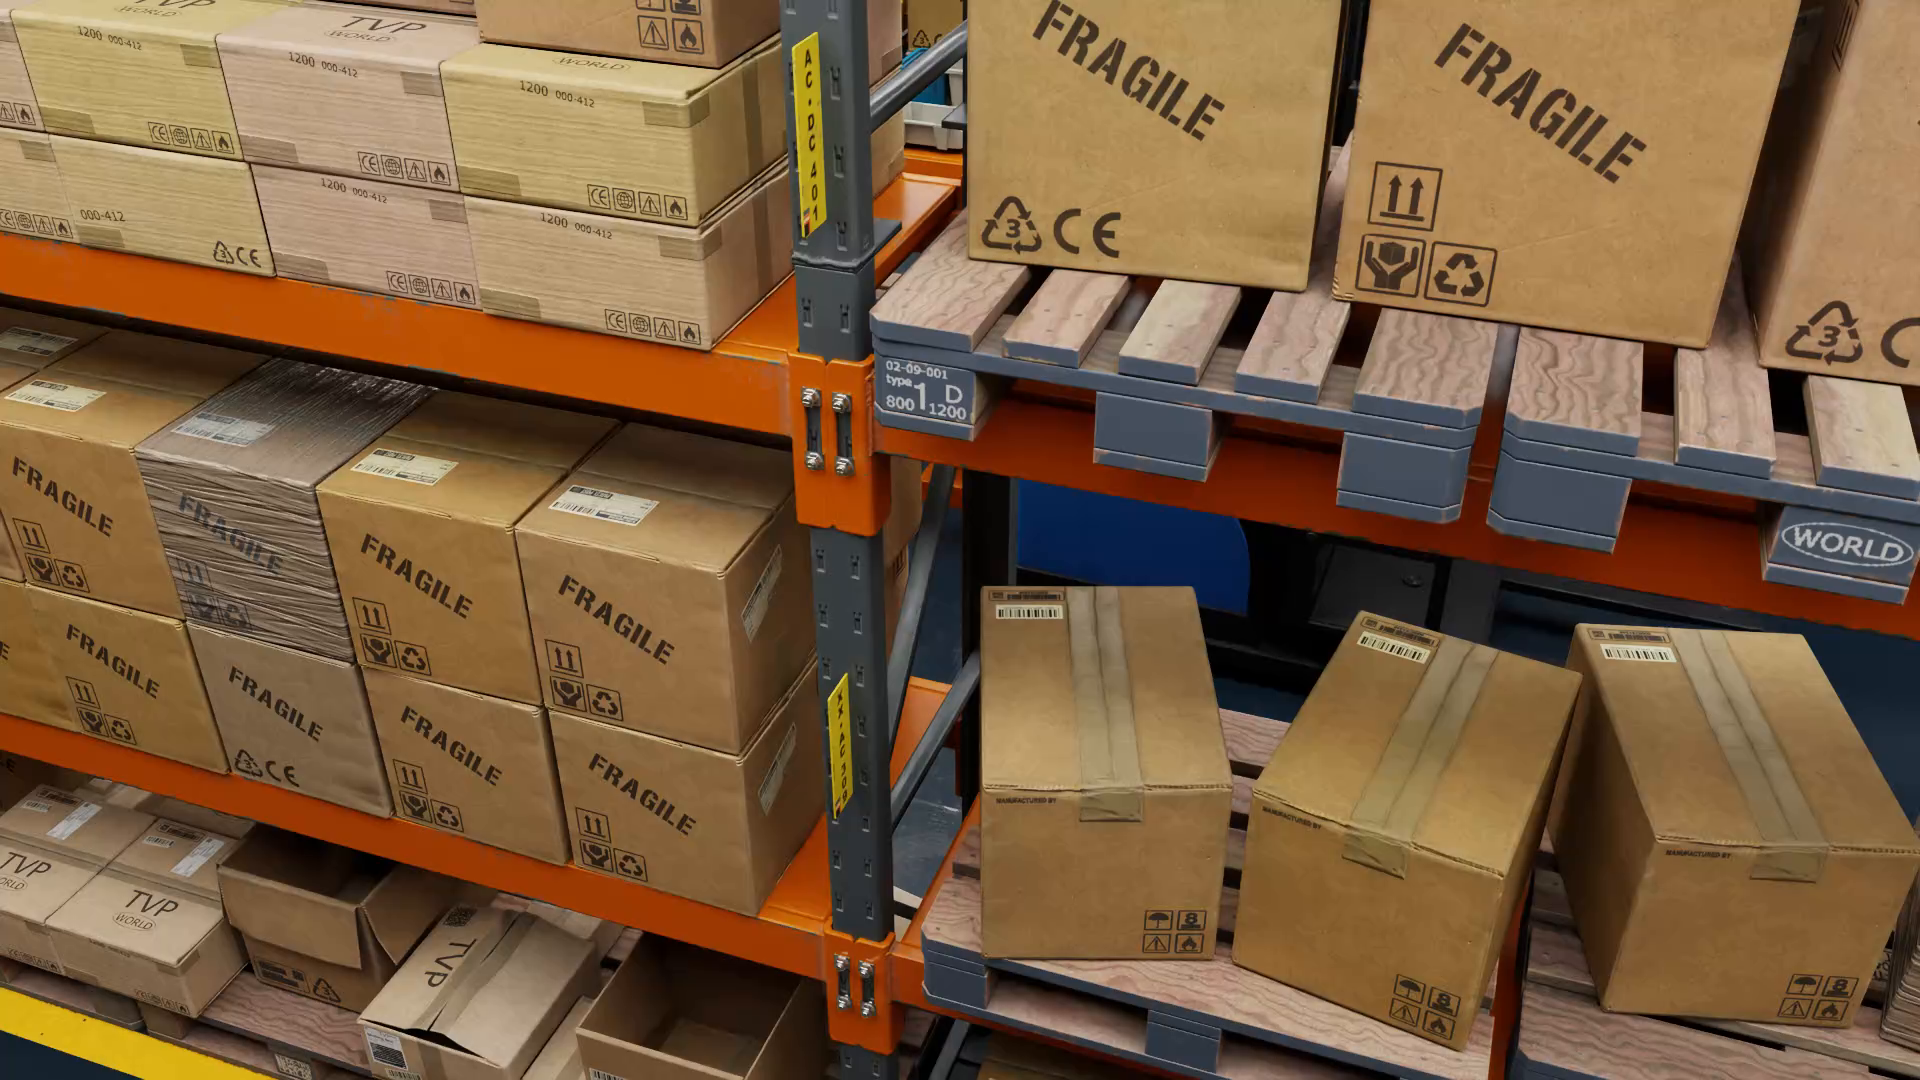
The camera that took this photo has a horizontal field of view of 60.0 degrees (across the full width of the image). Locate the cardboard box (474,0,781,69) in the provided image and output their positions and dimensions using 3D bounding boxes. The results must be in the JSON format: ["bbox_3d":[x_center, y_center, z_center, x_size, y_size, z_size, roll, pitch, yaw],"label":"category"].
[{"bbox_3d":[-0.545,-1.270,3.172,0.500,0.500,0.700,11,34,16],"label":"cardboard box"}]

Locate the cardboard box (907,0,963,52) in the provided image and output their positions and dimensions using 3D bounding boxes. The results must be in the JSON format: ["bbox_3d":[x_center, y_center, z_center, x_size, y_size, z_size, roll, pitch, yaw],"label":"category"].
[{"bbox_3d":[0.135,-4.476,13.488,0.875,0.875,0.875,11,34,16],"label":"cardboard box"}]

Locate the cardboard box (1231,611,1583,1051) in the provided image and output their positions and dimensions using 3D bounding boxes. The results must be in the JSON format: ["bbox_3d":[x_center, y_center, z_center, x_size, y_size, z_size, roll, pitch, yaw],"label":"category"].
[{"bbox_3d":[0.965,0.597,3.580,0.500,0.500,0.700,17,36,24],"label":"cardboard box"}]

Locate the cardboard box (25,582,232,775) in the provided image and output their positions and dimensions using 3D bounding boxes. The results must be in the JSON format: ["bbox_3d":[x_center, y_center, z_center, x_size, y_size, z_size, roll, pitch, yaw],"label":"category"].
[{"bbox_3d":[-2.082,0.241,4.520,0.500,0.500,0.500,11,35,17],"label":"cardboard box"}]

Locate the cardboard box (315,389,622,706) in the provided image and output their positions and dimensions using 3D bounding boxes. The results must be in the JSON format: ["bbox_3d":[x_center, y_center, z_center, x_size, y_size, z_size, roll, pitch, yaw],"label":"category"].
[{"bbox_3d":[-1.121,0.007,3.960,0.500,0.500,0.500,10,34,16],"label":"cardboard box"}]

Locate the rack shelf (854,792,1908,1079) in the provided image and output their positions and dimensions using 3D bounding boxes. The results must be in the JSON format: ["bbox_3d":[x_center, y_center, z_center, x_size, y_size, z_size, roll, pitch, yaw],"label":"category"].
[{"bbox_3d":[1.808,1.190,3.805,4.000,0.370,1.077,11,34,16],"label":"rack shelf"}]

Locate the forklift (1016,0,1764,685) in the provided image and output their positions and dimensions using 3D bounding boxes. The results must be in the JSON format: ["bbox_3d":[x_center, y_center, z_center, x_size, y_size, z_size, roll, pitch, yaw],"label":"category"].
[{"bbox_3d":[1.762,-0.838,6.346,3.031,2.935,1.130,12,35,18],"label":"forklift"}]

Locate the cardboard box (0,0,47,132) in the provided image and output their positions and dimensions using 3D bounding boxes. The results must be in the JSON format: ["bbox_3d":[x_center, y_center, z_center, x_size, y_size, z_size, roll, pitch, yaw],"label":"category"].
[{"bbox_3d":[-2.034,-1.114,3.622,0.500,0.250,0.500,11,34,16],"label":"cardboard box"}]

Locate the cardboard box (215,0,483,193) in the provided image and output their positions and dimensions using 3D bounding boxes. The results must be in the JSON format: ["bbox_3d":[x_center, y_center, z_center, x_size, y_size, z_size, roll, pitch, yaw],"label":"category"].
[{"bbox_3d":[-1.093,-0.929,3.336,0.500,0.250,0.500,11,34,16],"label":"cardboard box"}]

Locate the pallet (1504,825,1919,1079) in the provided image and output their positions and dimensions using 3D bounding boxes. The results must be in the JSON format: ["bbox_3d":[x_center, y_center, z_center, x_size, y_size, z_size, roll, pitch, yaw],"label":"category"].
[{"bbox_3d":[1.859,0.981,3.643,1.213,0.211,1.003,11,34,16],"label":"pallet"}]

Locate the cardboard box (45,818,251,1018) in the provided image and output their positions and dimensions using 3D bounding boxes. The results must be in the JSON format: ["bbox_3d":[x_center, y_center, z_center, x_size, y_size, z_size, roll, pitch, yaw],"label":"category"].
[{"bbox_3d":[-2.482,1.187,5.275,0.500,0.250,0.500,11,34,16],"label":"cardboard box"}]

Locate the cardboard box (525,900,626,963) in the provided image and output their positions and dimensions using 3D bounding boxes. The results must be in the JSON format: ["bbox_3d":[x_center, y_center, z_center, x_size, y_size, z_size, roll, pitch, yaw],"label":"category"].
[{"bbox_3d":[-1.214,1.187,5.353,0.250,0.166,0.380,11,34,16],"label":"cardboard box"}]

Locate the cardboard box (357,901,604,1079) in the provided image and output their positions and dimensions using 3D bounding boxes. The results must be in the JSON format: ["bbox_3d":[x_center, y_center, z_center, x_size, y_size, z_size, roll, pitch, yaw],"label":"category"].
[{"bbox_3d":[-1.413,1.370,4.936,0.500,0.311,0.500,11,34,16],"label":"cardboard box"}]

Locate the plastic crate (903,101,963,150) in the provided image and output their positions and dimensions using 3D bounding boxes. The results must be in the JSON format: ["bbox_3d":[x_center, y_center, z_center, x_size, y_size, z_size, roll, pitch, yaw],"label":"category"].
[{"bbox_3d":[-0.141,-2.087,8.404,0.466,0.136,0.293,11,34,16],"label":"plastic crate"}]

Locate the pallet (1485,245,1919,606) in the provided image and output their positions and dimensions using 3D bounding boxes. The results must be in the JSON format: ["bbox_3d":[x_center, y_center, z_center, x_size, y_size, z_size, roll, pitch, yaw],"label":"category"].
[{"bbox_3d":[1.493,-0.316,2.882,1.003,0.211,1.213,11,34,16],"label":"pallet"}]

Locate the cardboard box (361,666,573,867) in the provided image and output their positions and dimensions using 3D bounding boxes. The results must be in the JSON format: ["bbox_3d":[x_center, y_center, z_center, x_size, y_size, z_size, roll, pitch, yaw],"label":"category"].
[{"bbox_3d":[-1.117,0.425,4.233,0.500,0.500,0.500,12,35,18],"label":"cardboard box"}]

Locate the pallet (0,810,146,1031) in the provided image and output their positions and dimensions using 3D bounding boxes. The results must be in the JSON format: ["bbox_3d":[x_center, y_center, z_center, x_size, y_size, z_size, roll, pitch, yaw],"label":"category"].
[{"bbox_3d":[-3.018,1.121,5.820,1.213,0.211,1.003,11,34,16],"label":"pallet"}]

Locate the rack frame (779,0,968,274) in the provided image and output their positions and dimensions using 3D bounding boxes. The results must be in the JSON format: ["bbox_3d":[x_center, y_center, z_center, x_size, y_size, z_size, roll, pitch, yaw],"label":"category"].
[{"bbox_3d":[-0.075,-1.999,2.550,0.127,3.000,1.000,11,34,16],"label":"rack frame"}]

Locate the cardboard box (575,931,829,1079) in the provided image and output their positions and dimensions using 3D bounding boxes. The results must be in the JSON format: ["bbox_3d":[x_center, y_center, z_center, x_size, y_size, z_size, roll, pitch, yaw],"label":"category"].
[{"bbox_3d":[-0.707,1.427,4.673,0.500,0.500,0.500,11,34,16],"label":"cardboard box"}]

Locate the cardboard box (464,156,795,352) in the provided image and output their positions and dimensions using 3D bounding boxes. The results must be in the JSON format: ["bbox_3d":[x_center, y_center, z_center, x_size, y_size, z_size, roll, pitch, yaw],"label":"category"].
[{"bbox_3d":[-0.622,-0.629,3.331,0.500,0.250,0.500,11,34,16],"label":"cardboard box"}]

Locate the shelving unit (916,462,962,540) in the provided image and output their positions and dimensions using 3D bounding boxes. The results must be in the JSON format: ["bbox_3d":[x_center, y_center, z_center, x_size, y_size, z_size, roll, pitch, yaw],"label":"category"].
[{"bbox_3d":[-0.050,-0.451,7.480,0.252,1.050,0.215,11,34,16],"label":"shelving unit"}]

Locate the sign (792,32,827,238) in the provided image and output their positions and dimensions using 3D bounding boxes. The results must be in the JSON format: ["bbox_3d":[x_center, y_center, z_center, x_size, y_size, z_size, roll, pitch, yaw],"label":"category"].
[{"bbox_3d":[-0.250,-0.677,2.792,0.005,0.325,0.100,11,34,16],"label":"sign"}]

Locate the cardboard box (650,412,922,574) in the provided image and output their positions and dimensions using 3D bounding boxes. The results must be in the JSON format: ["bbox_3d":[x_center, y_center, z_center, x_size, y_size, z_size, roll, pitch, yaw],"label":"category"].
[{"bbox_3d":[-0.423,-0.170,4.235,0.500,0.500,0.500,12,35,18],"label":"cardboard box"}]

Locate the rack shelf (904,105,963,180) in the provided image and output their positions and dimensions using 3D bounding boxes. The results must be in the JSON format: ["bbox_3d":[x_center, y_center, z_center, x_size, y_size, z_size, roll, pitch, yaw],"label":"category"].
[{"bbox_3d":[-0.283,-2.071,8.855,4.000,0.370,1.077,11,34,16],"label":"rack shelf"}]

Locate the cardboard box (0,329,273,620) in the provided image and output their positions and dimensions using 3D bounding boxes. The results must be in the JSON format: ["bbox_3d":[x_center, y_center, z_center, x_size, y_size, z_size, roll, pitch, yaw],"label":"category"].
[{"bbox_3d":[-2.069,-0.178,4.247,0.500,0.500,0.500,11,34,16],"label":"cardboard box"}]

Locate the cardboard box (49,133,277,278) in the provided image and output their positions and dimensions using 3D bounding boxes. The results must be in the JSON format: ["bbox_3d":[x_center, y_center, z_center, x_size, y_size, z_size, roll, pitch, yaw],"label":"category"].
[{"bbox_3d":[-1.563,-0.813,3.616,0.500,0.250,0.500,11,34,16],"label":"cardboard box"}]

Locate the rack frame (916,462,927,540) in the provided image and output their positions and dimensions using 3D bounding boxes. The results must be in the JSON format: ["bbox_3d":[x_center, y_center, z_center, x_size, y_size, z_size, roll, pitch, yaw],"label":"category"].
[{"bbox_3d":[-0.165,-0.473,7.515,0.008,1.050,0.200,11,34,16],"label":"rack frame"}]

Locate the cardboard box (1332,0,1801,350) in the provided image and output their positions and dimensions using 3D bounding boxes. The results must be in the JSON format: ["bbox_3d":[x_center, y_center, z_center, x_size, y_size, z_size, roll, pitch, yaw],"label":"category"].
[{"bbox_3d":[1.012,-0.759,2.823,0.600,0.600,0.600,11,34,16],"label":"cardboard box"}]

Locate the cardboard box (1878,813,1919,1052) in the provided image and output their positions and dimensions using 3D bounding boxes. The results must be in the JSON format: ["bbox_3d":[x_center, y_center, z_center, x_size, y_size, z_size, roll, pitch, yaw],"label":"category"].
[{"bbox_3d":[2.264,0.713,3.402,0.500,0.500,0.700,18,37,25],"label":"cardboard box"}]

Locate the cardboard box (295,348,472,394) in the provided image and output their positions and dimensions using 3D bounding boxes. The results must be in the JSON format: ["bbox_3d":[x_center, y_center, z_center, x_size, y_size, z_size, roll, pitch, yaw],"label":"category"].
[{"bbox_3d":[-1.393,-0.359,4.526,0.500,0.500,0.500,10,34,15],"label":"cardboard box"}]

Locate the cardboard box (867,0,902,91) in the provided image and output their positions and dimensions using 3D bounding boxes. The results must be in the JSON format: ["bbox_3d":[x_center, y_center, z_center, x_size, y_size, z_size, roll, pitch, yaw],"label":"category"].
[{"bbox_3d":[-0.448,-1.101,3.603,0.500,0.250,0.500,11,34,16],"label":"cardboard box"}]

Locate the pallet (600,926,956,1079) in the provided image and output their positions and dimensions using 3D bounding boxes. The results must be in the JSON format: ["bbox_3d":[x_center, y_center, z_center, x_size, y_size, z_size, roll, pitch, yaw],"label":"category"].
[{"bbox_3d":[-0.721,1.567,5.129,1.213,0.211,1.003,11,34,16],"label":"pallet"}]

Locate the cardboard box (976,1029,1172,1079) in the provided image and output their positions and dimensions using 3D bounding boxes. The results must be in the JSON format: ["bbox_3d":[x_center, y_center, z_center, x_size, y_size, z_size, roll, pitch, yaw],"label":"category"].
[{"bbox_3d":[0.299,1.600,4.406,0.500,0.500,0.500,9,34,14],"label":"cardboard box"}]

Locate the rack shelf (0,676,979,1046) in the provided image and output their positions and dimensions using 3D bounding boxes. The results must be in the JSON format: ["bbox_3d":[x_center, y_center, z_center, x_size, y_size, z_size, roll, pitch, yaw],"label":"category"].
[{"bbox_3d":[-1.957,0.458,4.939,4.000,0.370,1.077,11,34,16],"label":"rack shelf"}]

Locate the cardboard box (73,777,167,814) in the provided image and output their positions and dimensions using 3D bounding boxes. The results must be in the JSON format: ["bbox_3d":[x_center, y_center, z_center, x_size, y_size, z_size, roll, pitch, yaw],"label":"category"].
[{"bbox_3d":[-2.894,0.889,5.814,0.250,0.166,0.380,11,34,16],"label":"cardboard box"}]

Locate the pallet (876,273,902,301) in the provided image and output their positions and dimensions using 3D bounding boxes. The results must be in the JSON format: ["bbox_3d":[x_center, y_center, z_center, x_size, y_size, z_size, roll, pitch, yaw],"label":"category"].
[{"bbox_3d":[-0.258,-1.173,9.372,1.213,0.211,1.003,11,34,16],"label":"pallet"}]

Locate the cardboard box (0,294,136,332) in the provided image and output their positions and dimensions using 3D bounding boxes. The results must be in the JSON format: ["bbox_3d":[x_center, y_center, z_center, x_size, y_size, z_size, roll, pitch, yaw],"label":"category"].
[{"bbox_3d":[-2.363,-0.547,4.818,0.500,0.500,0.500,12,35,18],"label":"cardboard box"}]

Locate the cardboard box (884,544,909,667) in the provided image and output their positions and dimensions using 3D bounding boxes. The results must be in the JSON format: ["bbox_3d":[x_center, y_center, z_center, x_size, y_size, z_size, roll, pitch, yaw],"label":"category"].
[{"bbox_3d":[-0.462,0.247,4.510,0.500,0.500,0.500,12,35,18],"label":"cardboard box"}]
